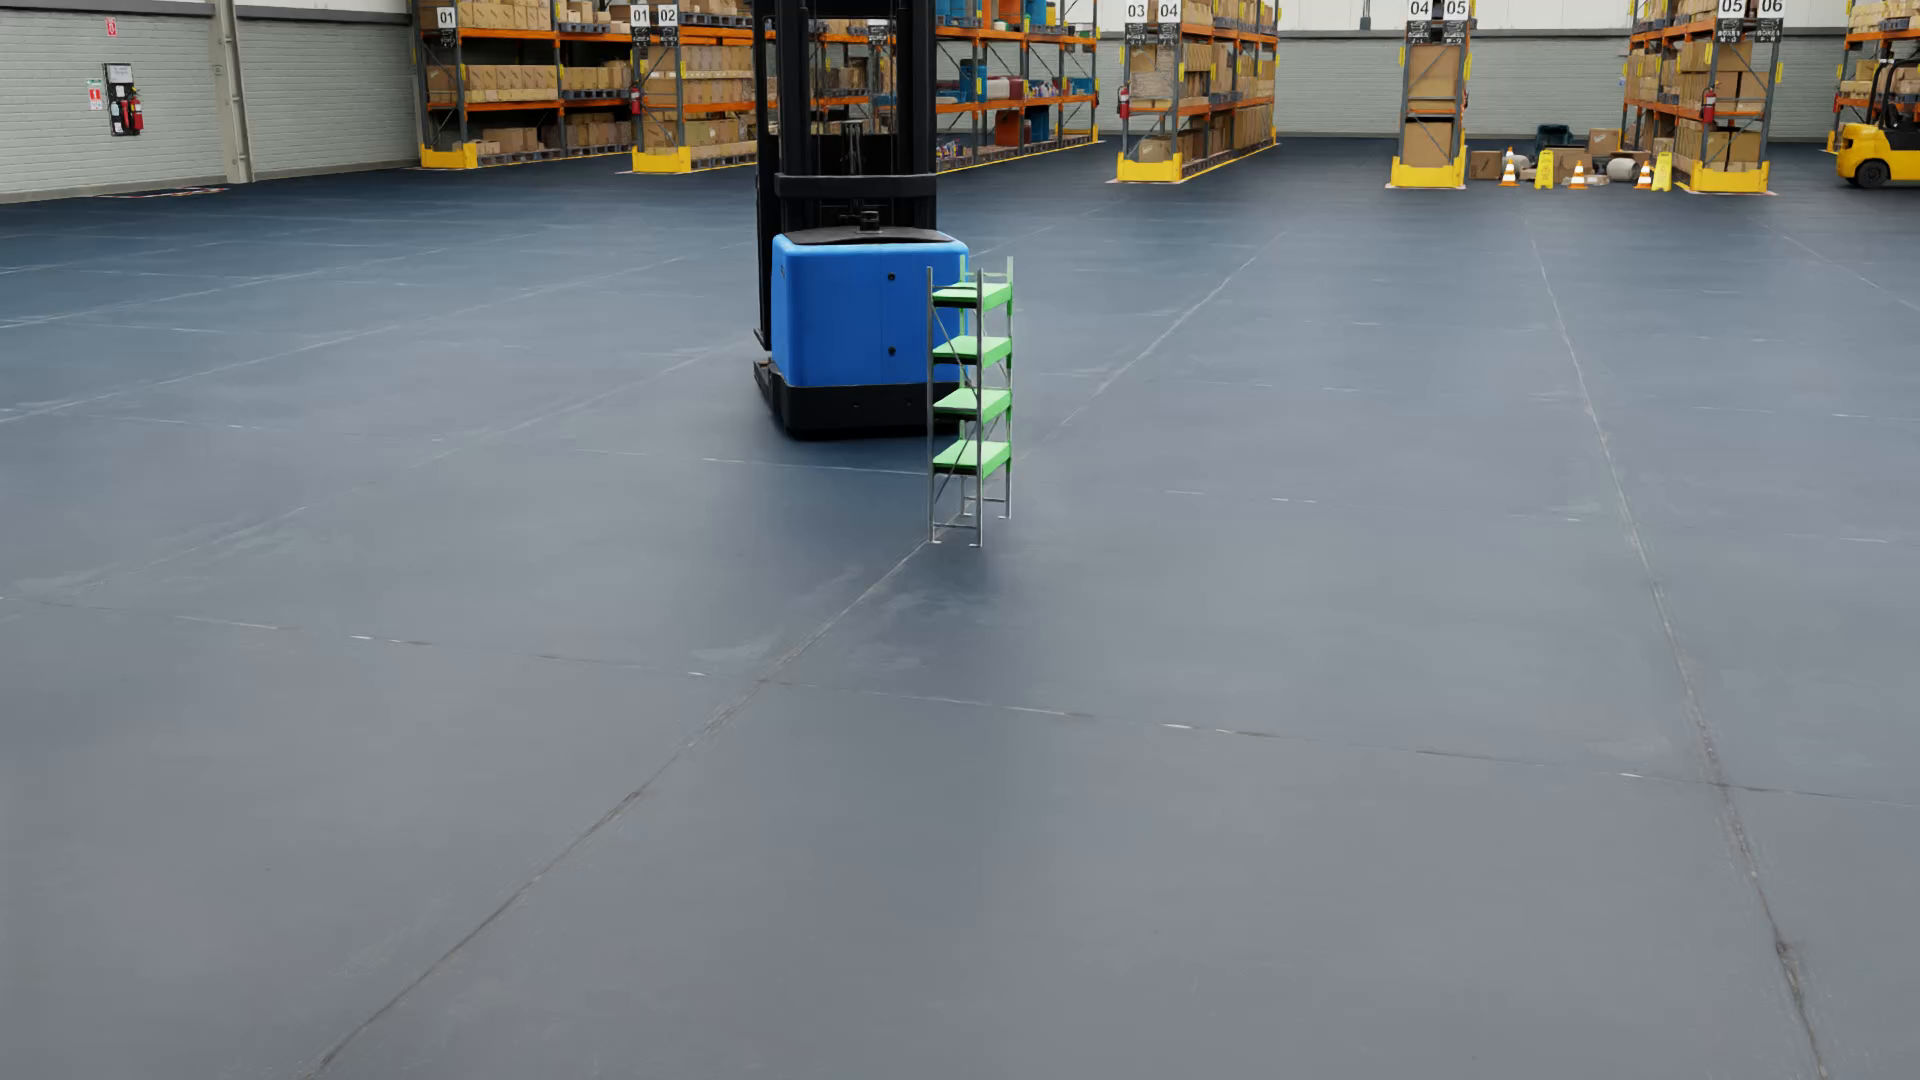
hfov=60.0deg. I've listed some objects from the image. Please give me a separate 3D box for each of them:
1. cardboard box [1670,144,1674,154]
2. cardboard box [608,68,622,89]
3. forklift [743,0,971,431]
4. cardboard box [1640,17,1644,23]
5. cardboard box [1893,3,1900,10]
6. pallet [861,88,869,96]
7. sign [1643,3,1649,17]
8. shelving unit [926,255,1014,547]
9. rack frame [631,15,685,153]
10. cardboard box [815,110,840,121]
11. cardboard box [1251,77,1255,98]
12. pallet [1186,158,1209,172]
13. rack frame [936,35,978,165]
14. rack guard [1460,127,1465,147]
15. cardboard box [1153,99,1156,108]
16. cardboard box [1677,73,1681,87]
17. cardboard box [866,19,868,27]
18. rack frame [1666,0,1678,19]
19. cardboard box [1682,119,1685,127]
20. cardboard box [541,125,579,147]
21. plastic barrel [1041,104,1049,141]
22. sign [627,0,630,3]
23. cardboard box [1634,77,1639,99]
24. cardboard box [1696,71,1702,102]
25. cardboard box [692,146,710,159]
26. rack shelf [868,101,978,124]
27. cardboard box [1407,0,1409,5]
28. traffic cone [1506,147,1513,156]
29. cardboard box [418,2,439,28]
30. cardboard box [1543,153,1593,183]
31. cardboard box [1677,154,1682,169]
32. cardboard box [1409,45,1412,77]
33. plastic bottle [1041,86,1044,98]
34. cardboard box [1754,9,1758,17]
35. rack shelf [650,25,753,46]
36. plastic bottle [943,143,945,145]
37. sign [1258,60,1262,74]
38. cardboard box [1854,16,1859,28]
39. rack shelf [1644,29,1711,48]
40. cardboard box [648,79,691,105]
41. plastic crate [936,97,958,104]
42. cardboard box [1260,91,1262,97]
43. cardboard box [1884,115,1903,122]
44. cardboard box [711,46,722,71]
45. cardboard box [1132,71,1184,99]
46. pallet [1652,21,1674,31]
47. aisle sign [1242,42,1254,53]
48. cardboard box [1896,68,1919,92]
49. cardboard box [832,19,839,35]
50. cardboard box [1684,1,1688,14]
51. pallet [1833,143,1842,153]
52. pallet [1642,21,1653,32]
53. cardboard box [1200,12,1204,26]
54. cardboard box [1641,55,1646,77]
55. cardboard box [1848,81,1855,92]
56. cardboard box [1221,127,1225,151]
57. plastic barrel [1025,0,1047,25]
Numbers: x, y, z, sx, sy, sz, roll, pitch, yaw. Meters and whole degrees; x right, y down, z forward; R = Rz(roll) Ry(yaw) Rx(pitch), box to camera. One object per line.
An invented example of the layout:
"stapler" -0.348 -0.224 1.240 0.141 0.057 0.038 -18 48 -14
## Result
"cardboard box" 14.279 -7.467 32.204 0.950 0.372 0.625 5 17 17
"cardboard box" -8.737 -11.347 40.847 0.700 0.500 0.500 3 16 11
"forklift" -0.738 -2.380 10.349 1.130 2.935 3.031 -3 16 -11
"cardboard box" 17.013 -12.837 41.100 0.380 0.149 0.250 5 17 18
"cardboard box" 20.492 -11.564 36.069 0.380 0.149 0.250 4 16 15
"pallet" -2.924 -11.729 43.538 1.003 0.211 1.213 5 16 16
"sign" 15.873 -12.257 38.457 0.100 0.325 0.005 5 16 16
"shelving unit" 0.047 -0.621 7.318 0.258 1.200 0.503 5 16 16
"rack frame" -6.003 -8.883 33.150 1.000 3.000 0.127 5 16 16
"cardboard box" -3.390 -10.892 42.633 0.500 0.250 0.500 4 16 15
"cardboard box" 6.886 -11.029 40.533 0.500 0.500 0.500 5 17 18
"pallet" 4.474 -7.640 33.879 1.003 0.211 1.213 5 16 16
"rack frame" -0.118 -9.544 35.482 1.000 3.000 0.127 5 16 16
"rack guard" 12.746 -10.666 44.018 1.175 0.500 0.348 5 16 16
"cardboard box" 3.449 -8.149 31.022 0.380 0.149 0.250 5 16 16
"cardboard box" 14.043 -8.924 31.796 0.500 0.500 0.500 4 16 15
"cardboard box" -2.216 -13.742 44.142 0.500 0.250 0.500 5 16 16
"rack frame" 15.269 -12.324 34.289 1.000 3.000 0.127 5 16 16
"cardboard box" 13.468 -7.648 30.502 0.380 0.149 0.250 5 17 18
"cardboard box" -9.423 -9.516 39.155 0.700 0.500 0.500 5 17 18
"plastic barrel" 1.984 -10.689 42.593 0.600 0.901 0.708 5 16 16
"sign" -6.519 -10.760 32.792 0.100 0.325 0.005 5 16 16
"cardboard box" 16.433 -10.809 39.758 0.500 0.500 0.500 4 16 15
"cardboard box" 13.032 -7.831 28.711 0.500 0.500 0.500 5 16 16
"cardboard box" -5.499 -8.016 34.364 0.500 0.250 0.500 5 16 16
"rack shelf" -0.686 -8.675 33.735 1.077 0.370 4.000 5 16 16
"cardboard box" 7.990 -9.388 28.942 0.380 0.149 0.250 5 16 16
"traffic cone" 11.186 -7.763 33.849 0.336 0.463 0.334 5 16 16
"cardboard box" -10.878 -10.896 34.530 0.500 0.500 0.500 6 17 20
"cardboard box" 11.067 -6.800 30.382 0.797 0.503 0.637 -7 17 -23
"cardboard box" 13.565 -6.997 30.771 0.500 0.250 0.500 6 17 19
"cardboard box" 8.431 -8.540 29.686 0.875 0.550 0.550 5 16 16
"plastic bottle" 2.002 -11.126 41.286 0.152 0.276 0.135 5 16 16
"cardboard box" 13.401 -8.729 27.571 0.380 0.149 0.250 5 16 16
"rack shelf" -5.434 -10.503 34.684 1.077 0.370 4.000 5 16 16
"plastic bottle" -0.323 -8.090 34.525 0.061 0.283 0.133 5 16 16
"sign" 7.427 -11.733 41.220 0.100 0.325 0.005 5 16 16
"cardboard box" 21.790 -12.432 39.895 0.500 0.250 0.500 5 17 17
"rack shelf" 15.837 -11.059 36.642 1.077 0.370 4.000 5 16 16
"cardboard box" -5.858 -9.052 33.564 0.700 0.500 0.500 5 16 16
"plastic crate" -0.337 -8.973 33.951 0.530 0.136 0.437 5 16 16
"cardboard box" 7.456 -11.322 42.209 0.380 0.149 0.250 5 17 18
"cardboard box" 20.781 -9.411 37.088 0.380 0.149 0.250 4 16 13
"cardboard box" -5.414 -10.091 34.849 0.700 0.500 0.500 5 16 16
"cardboard box" 3.677 -8.447 30.884 0.875 0.500 0.500 5 16 16
"pallet" 15.716 -11.256 36.365 1.003 0.211 1.213 5 17 18
"aisle sign" 7.774 -13.593 44.990 0.394 0.787 0.004 5 16 16
"cardboard box" 20.316 -9.747 35.239 0.797 0.503 0.637 4 16 15
"cardboard box" -3.493 -12.717 40.988 0.910 0.500 0.500 5 16 16
"cardboard box" 14.454 -10.394 32.486 0.500 0.250 0.500 5 17 17
"pallet" 22.055 -9.577 40.708 1.003 0.211 1.213 5 16 16
"pallet" 16.648 -12.098 39.152 1.003 0.211 1.213 5 16 16
"cardboard box" 4.453 -10.122 32.297 0.500 0.250 0.500 5 16 15
"cardboard box" 16.005 -10.921 38.320 0.500 0.500 0.500 5 17 17
"cardboard box" 21.631 -10.856 39.835 0.500 0.250 0.500 4 16 15
"cardboard box" 5.596 -9.039 37.475 0.700 0.500 0.500 4 16 13
"plastic barrel" 1.817 -13.065 40.710 0.600 0.901 0.708 5 16 16
